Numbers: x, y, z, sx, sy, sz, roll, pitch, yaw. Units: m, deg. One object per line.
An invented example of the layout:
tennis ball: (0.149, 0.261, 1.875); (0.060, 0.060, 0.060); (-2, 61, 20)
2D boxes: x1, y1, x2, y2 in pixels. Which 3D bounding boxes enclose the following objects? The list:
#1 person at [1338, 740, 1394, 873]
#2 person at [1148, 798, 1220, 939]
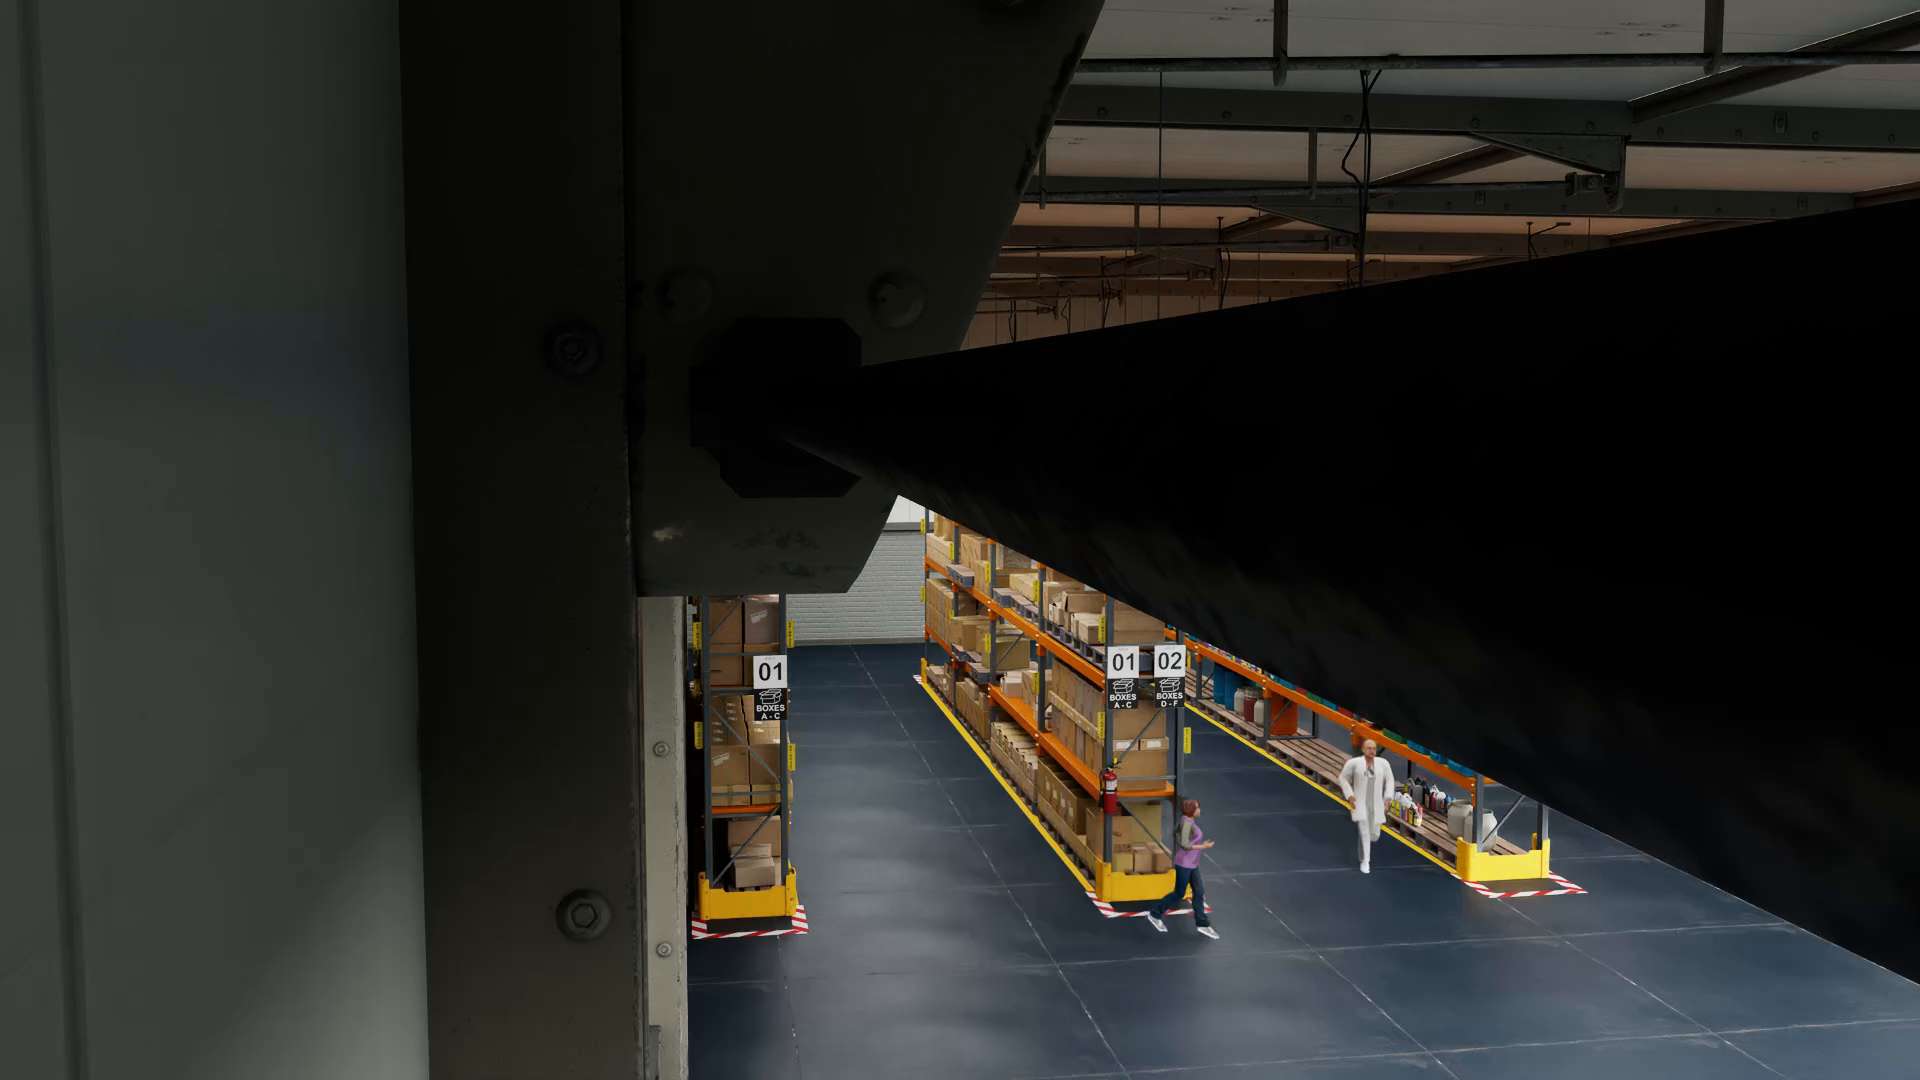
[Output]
person: (5.435, 3.525, 22.276); (0.737, 1.753, 0.710); (0, 5, -1)
person: (2.628, 3.813, 19.406); (0.836, 1.612, 0.542); (1, 5, 16)
